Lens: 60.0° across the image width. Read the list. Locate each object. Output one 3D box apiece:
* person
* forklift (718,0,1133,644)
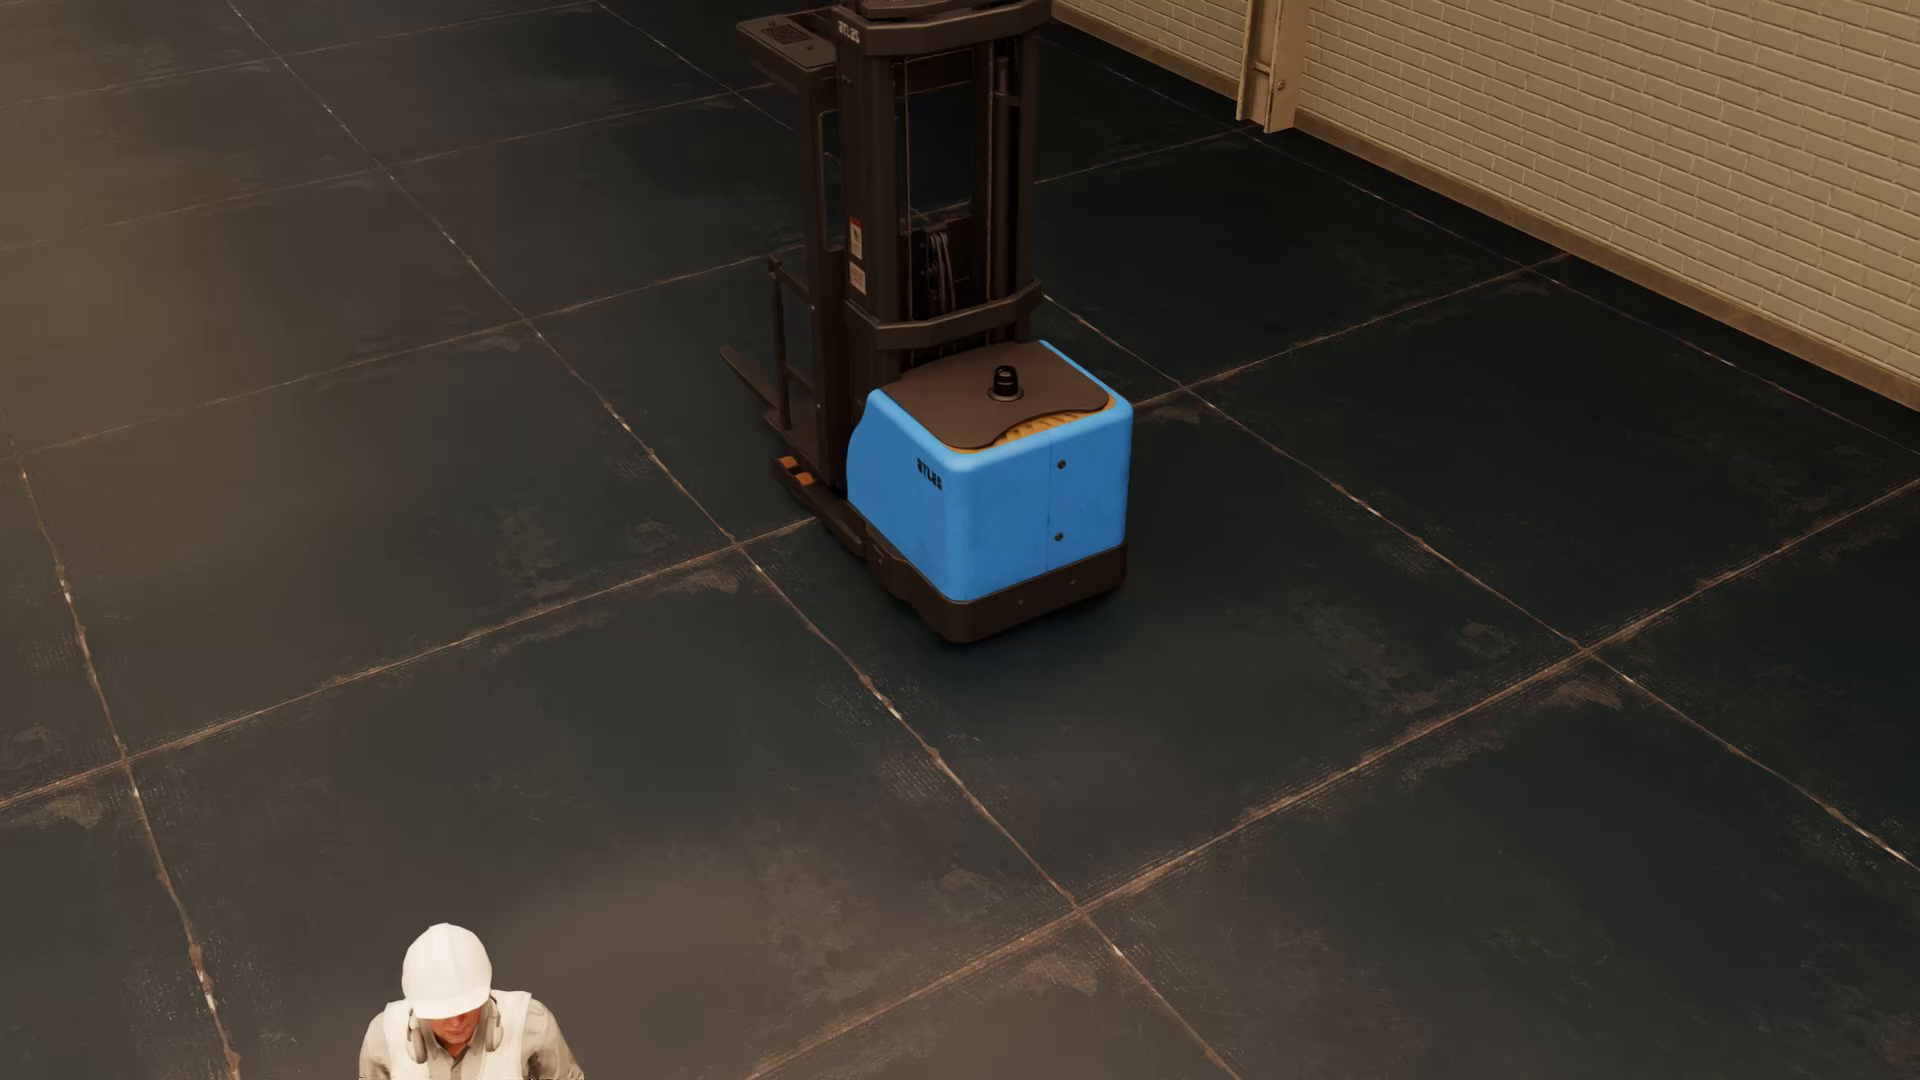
[{"bbox_3d":[-1.327,1.789,4.624,0.615,1.792,0.492,-6,36,-8],"label":"person"},{"bbox_3d":[-0.374,-1.526,8.319,1.130,2.935,3.031,-19,40,-25],"label":"forklift"}]
